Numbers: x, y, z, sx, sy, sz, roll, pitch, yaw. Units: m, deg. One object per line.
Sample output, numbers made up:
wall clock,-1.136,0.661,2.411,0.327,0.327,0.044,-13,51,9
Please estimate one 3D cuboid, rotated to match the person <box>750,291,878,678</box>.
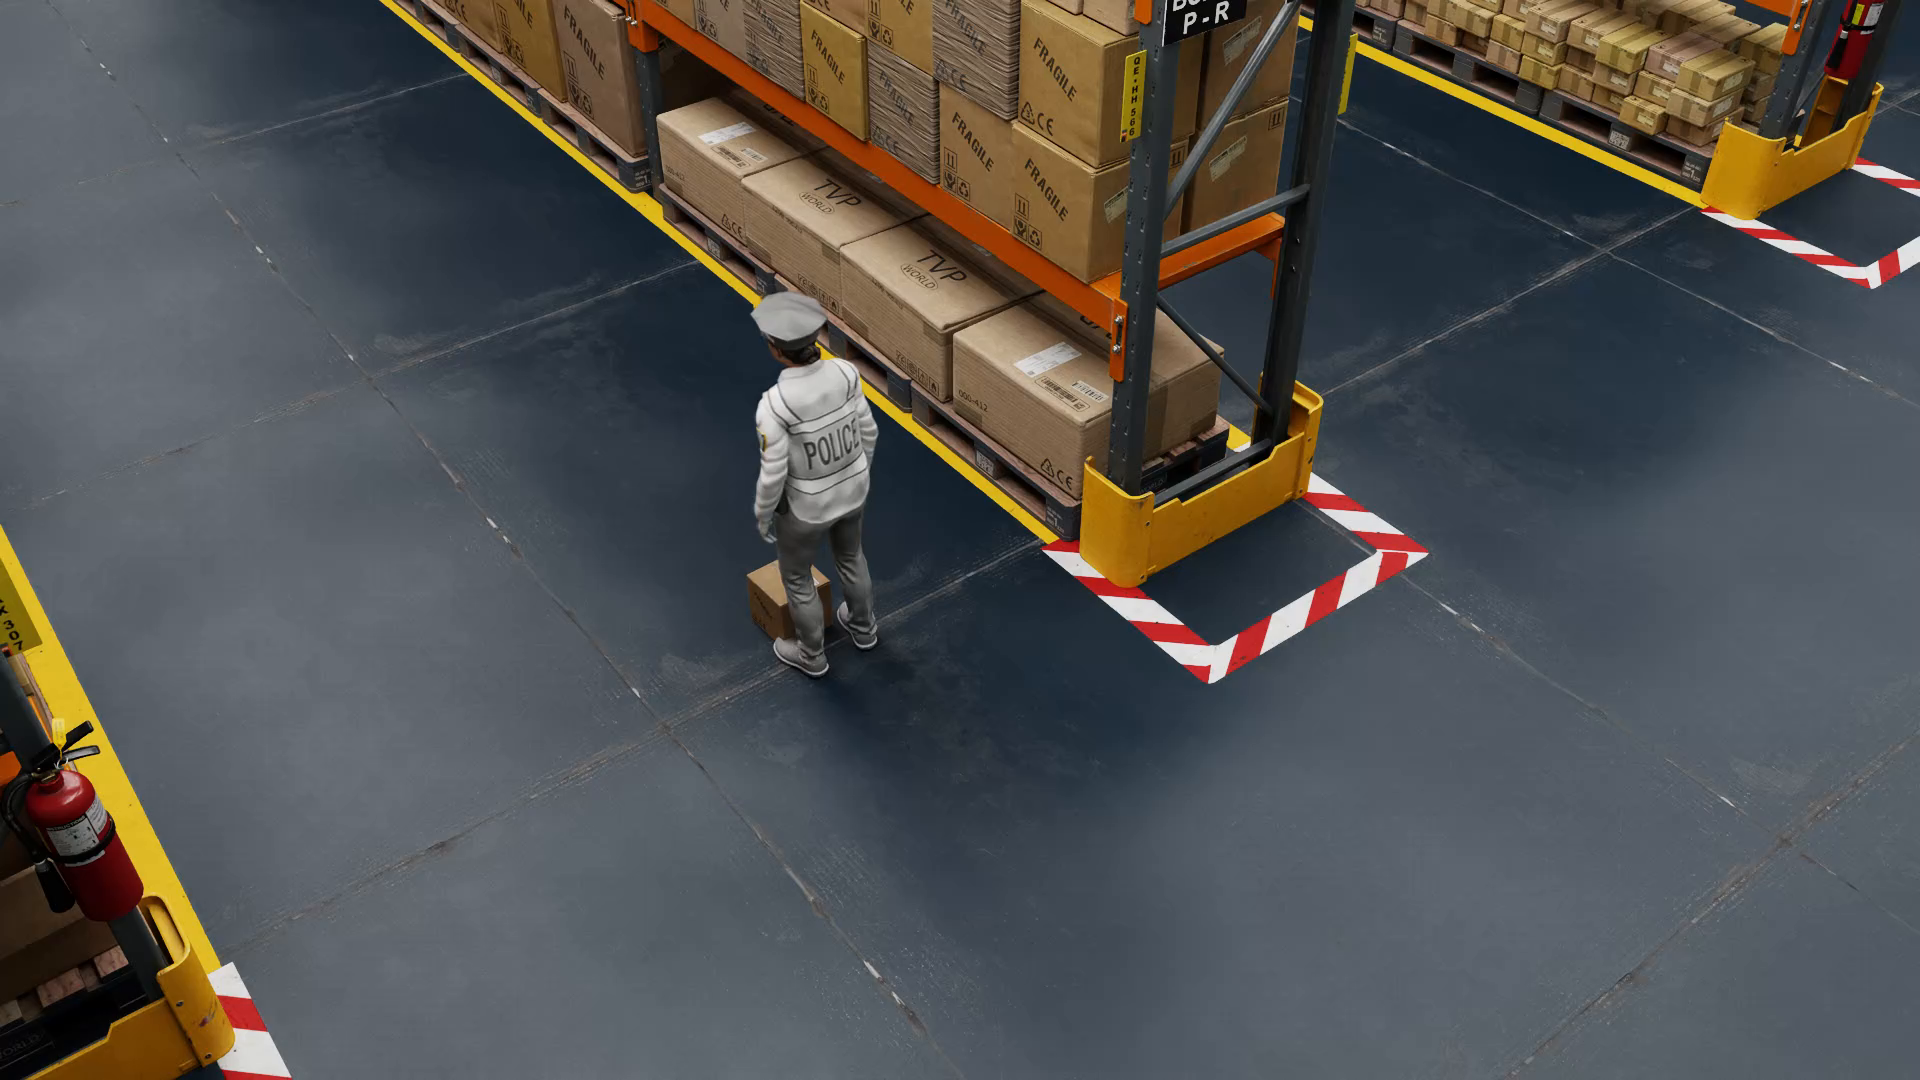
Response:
person,-0.549,-0.167,6.349,0.528,1.663,0.371,-28,48,-29
